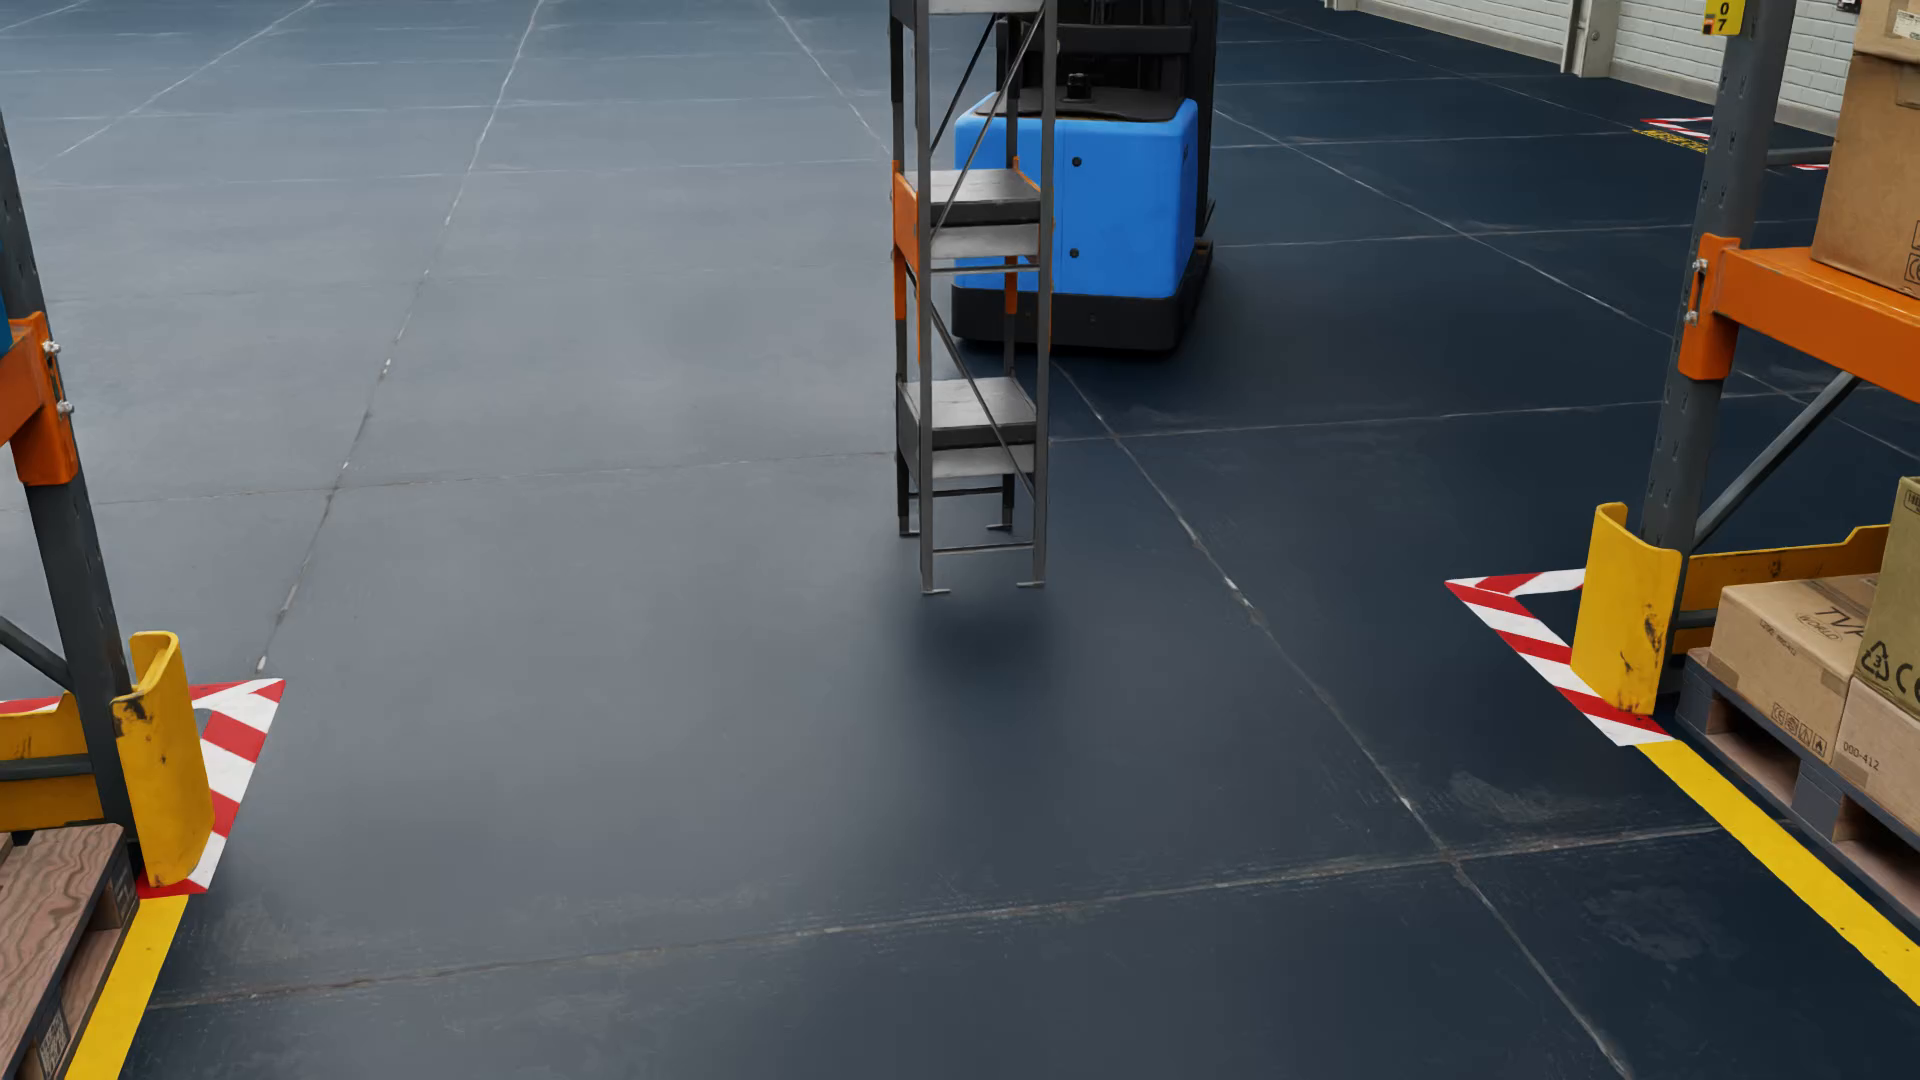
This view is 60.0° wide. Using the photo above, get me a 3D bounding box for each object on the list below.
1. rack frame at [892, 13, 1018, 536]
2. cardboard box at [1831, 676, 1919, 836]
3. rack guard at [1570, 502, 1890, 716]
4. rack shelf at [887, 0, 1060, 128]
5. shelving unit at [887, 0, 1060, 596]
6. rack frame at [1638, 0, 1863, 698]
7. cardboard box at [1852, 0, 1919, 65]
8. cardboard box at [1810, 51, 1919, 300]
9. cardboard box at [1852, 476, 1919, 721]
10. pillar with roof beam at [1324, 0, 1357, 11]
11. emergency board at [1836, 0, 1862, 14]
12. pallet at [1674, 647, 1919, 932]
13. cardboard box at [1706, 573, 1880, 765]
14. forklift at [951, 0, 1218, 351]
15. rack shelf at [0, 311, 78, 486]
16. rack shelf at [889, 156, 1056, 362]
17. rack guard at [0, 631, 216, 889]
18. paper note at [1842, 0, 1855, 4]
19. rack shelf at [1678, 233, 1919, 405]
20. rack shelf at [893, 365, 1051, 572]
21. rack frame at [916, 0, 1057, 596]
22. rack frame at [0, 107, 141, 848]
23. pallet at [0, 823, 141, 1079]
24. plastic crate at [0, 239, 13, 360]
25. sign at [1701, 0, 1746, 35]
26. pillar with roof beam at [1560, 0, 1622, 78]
[{"bbox_3d":[-0.015,-0.993,5.400,0.400,2.100,0.015,-4,24,-10],"label":"rack frame"},{"bbox_3d":[2.370,0.509,3.749,0.500,0.250,0.500,-4,24,-10],"label":"cardboard box"},{"bbox_3d":[2.389,0.153,4.775,1.175,0.500,0.348,-4,24,-10],"label":"rack guard"},{"bbox_3d":[0.031,-1.526,4.906,0.431,0.518,0.480,-4,24,-10],"label":"rack shelf"},{"bbox_3d":[0.031,-0.897,5.181,0.431,2.100,0.503,-4,24,-10],"label":"shelving unit"},{"bbox_3d":[2.394,-0.983,4.253,1.000,3.000,0.127,-4,24,-10],"label":"rack frame"},{"bbox_3d":[2.255,-1.156,3.713,0.380,0.149,0.250,-4,24,-10],"label":"cardboard box"},{"bbox_3d":[2.468,-0.844,3.810,0.700,0.500,0.500,-4,24,-10],"label":"cardboard box"},{"bbox_3d":[2.369,0.165,3.598,0.500,0.500,0.500,-4,24,-10],"label":"cardboard box"},{"bbox_3d":[0.682,-10.650,18.892,9.100,9.000,0.400,-4,24,-10],"label":"pillar with roof beam"},{"bbox_3d":[6.712,-4.474,12.247,0.194,1.169,0.643,-4,24,-10],"label":"emergency board"},{"bbox_3d":[2.576,0.593,4.129,1.003,0.211,1.213,-4,24,-10],"label":"pallet"},{"bbox_3d":[2.274,0.312,4.198,0.500,0.250,0.500,-4,24,-10],"label":"cardboard box"},{"bbox_3d":[0.777,-2.763,8.413,1.130,2.935,3.031,5,24,11],"label":"forklift"},{"bbox_3d":[-2.105,0.499,1.759,1.077,0.370,4.000,-4,24,-10],"label":"rack shelf"},{"bbox_3d":[0.031,-0.885,5.186,0.431,0.518,0.480,-4,24,-10],"label":"rack shelf"},{"bbox_3d":[-2.415,0.554,3.856,1.175,0.500,0.348,-4,24,-10],"label":"rack guard"},{"bbox_3d":[6.747,-4.146,12.595,0.016,0.148,0.142,-4,24,-10],"label":"paper note"},{"bbox_3d":[2.764,0.134,2.595,1.077,0.370,4.000,-4,24,-10],"label":"rack shelf"},{"bbox_3d":[0.031,-0.243,5.466,0.431,0.518,0.480,-4,24,-10],"label":"rack shelf"},{"bbox_3d":[0.076,-0.801,4.961,0.400,2.100,0.015,-4,24,-10],"label":"rack frame"},{"bbox_3d":[-2.475,-0.618,3.417,1.000,3.000,0.127,-4,24,-10],"label":"rack frame"},{"bbox_3d":[-2.270,1.007,3.182,1.003,0.211,1.213,-4,24,-10],"label":"pallet"},{"bbox_3d":[-2.088,-0.375,3.046,0.499,0.251,0.616,-4,24,-10],"label":"plastic crate"},{"bbox_3d":[1.847,-1.377,3.975,0.100,0.325,0.005,-4,24,-10],"label":"sign"},{"bbox_3d":[1.791,-8.290,13.489,9.100,9.000,0.400,-4,24,-10],"label":"pillar with roof beam"}]
